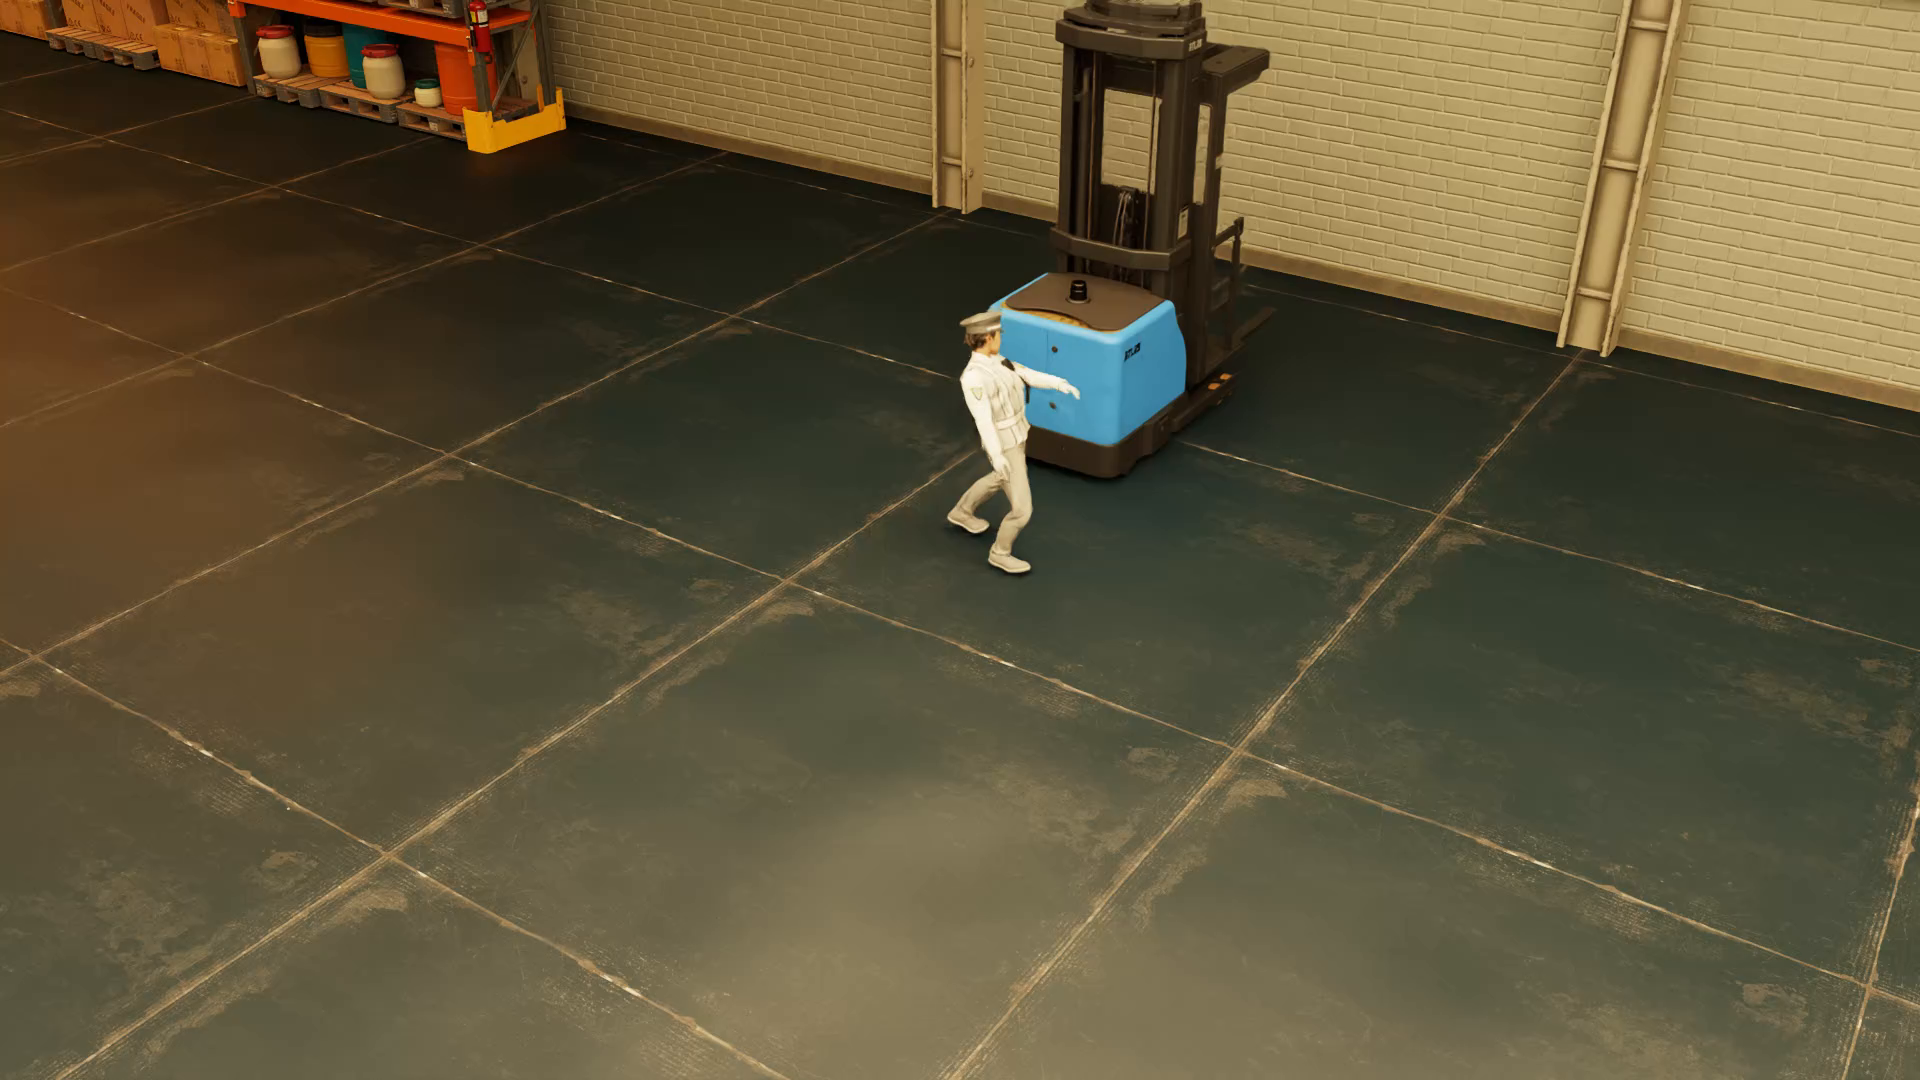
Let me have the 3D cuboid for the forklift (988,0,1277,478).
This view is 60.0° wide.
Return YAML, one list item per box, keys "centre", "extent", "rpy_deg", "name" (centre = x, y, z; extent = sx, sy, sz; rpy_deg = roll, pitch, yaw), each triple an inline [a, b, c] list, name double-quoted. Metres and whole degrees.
- centre: [1.403, -2.374, 11.669]
  extent: [1.130, 2.935, 3.031]
  rpy_deg: [18, 35, 29]
  name: "forklift"

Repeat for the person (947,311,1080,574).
- centre: [0.288, -0.556, 9.911]
  extent: [0.833, 1.527, 0.784]
  rpy_deg: [4, 30, 7]
  name: "person"
